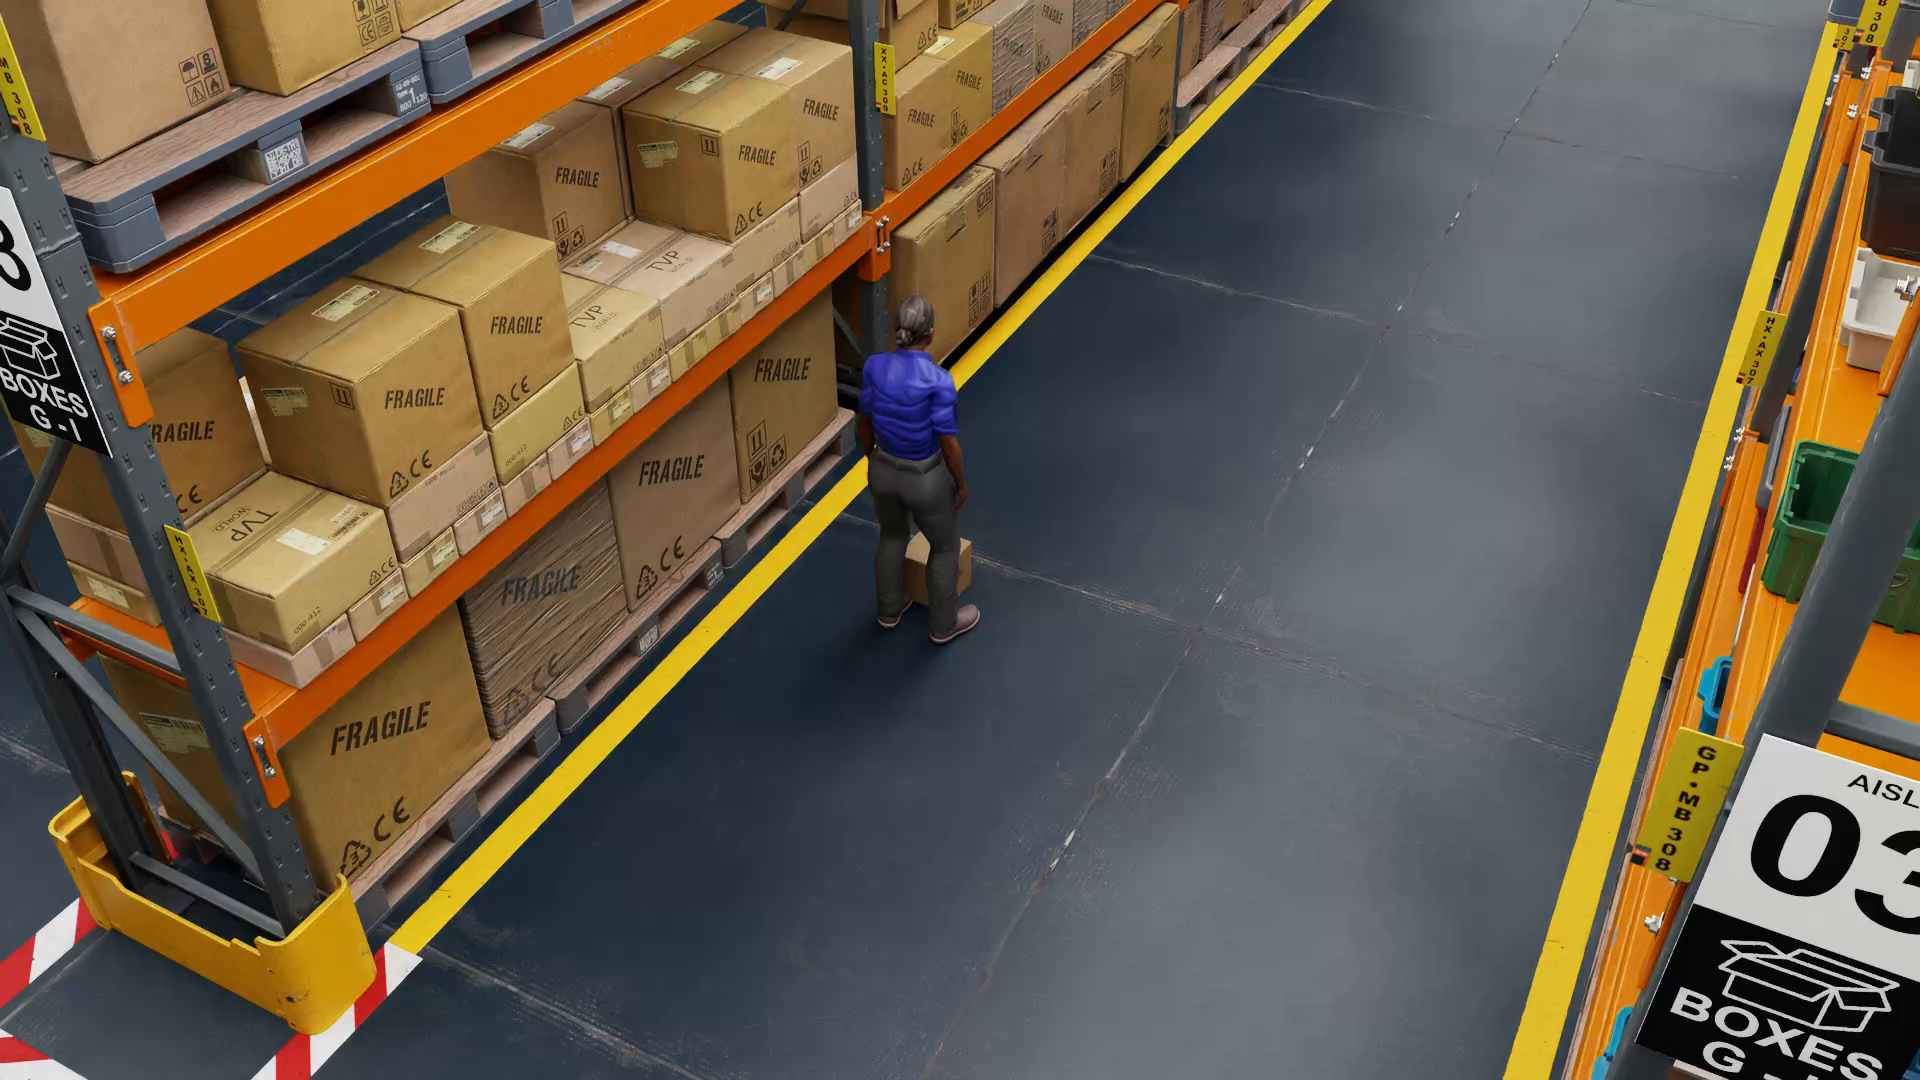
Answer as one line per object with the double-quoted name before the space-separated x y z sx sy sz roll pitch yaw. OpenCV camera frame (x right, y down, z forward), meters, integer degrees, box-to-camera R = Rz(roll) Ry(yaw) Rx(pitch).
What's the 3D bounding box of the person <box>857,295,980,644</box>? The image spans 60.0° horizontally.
"person" -0.191 -0.280 7.108 0.505 1.654 0.352 18 42 21
